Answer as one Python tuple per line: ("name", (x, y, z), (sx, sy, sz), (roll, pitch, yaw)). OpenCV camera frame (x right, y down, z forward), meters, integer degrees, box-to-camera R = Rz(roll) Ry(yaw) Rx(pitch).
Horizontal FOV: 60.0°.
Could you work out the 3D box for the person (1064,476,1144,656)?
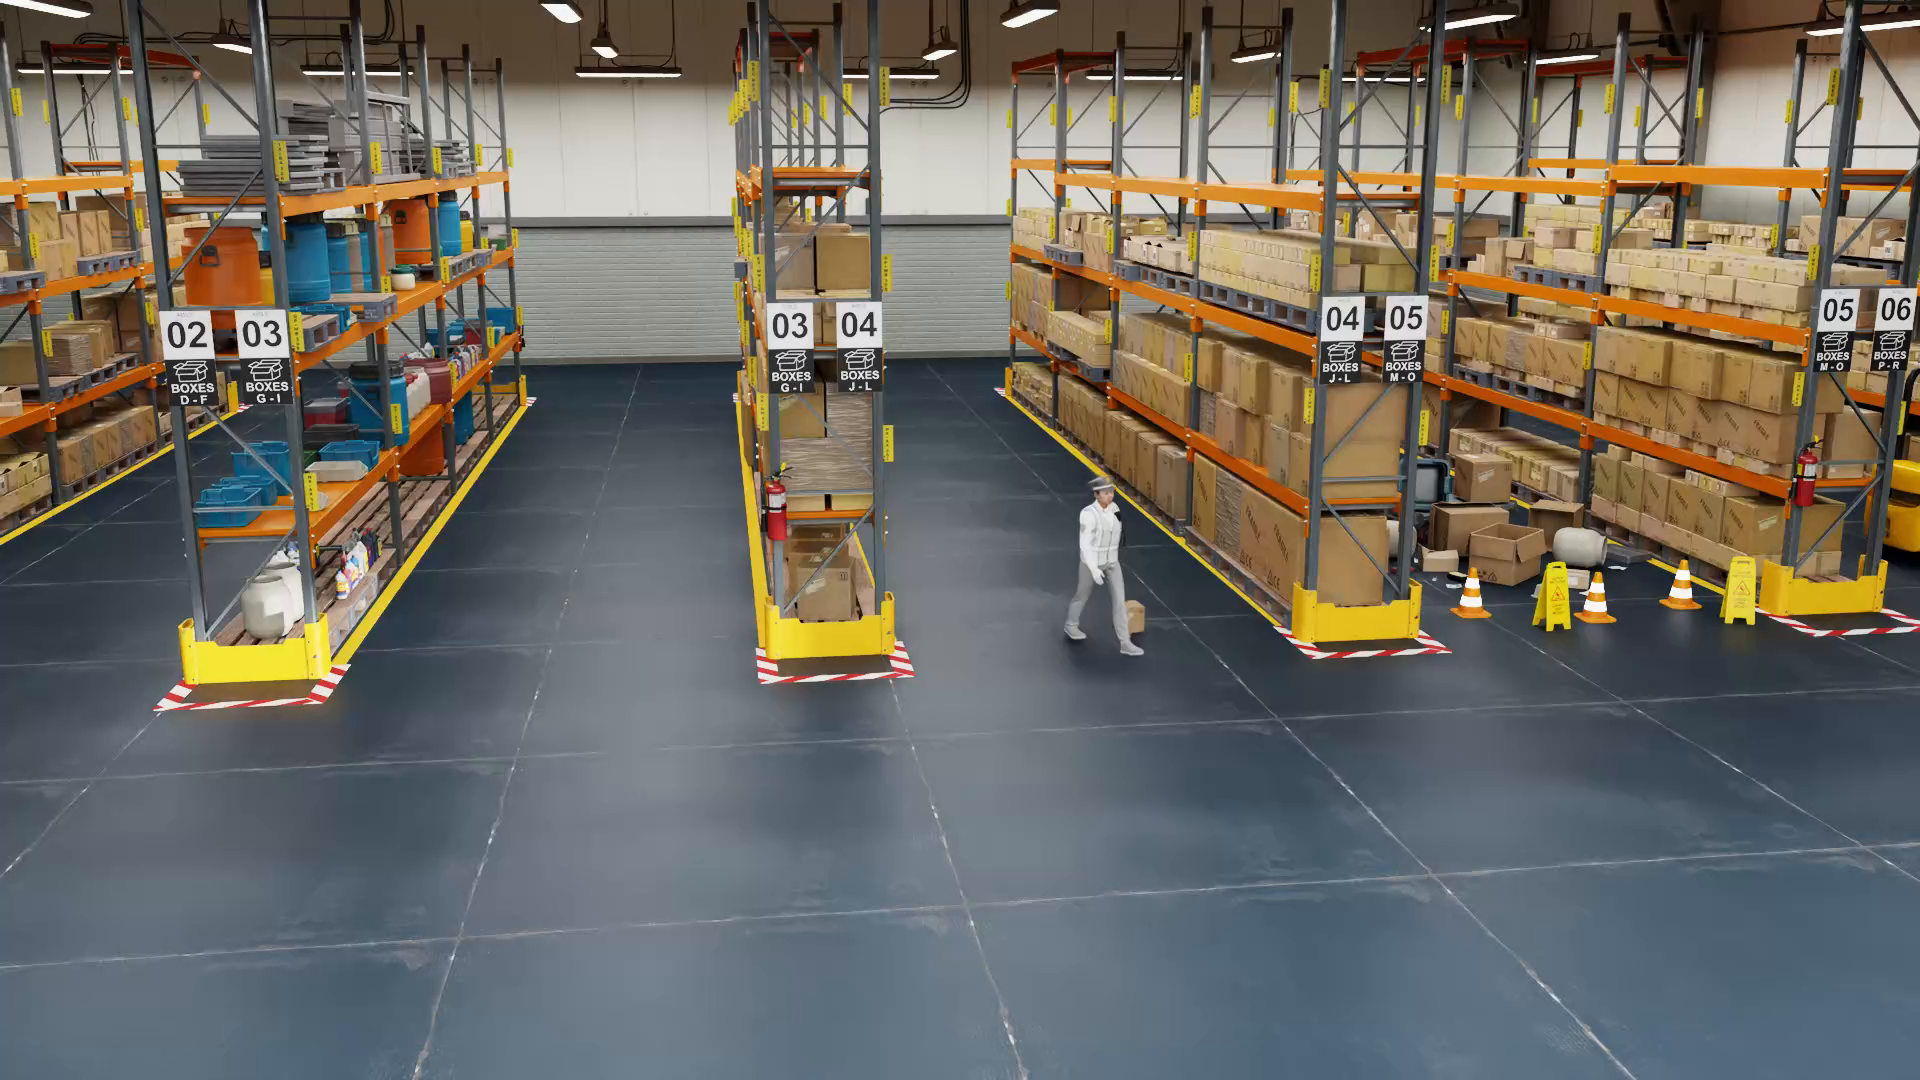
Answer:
("person", (1.281, 0.198, 15.072), (0.481, 1.617, 1.016), (-7, 15, -27))
